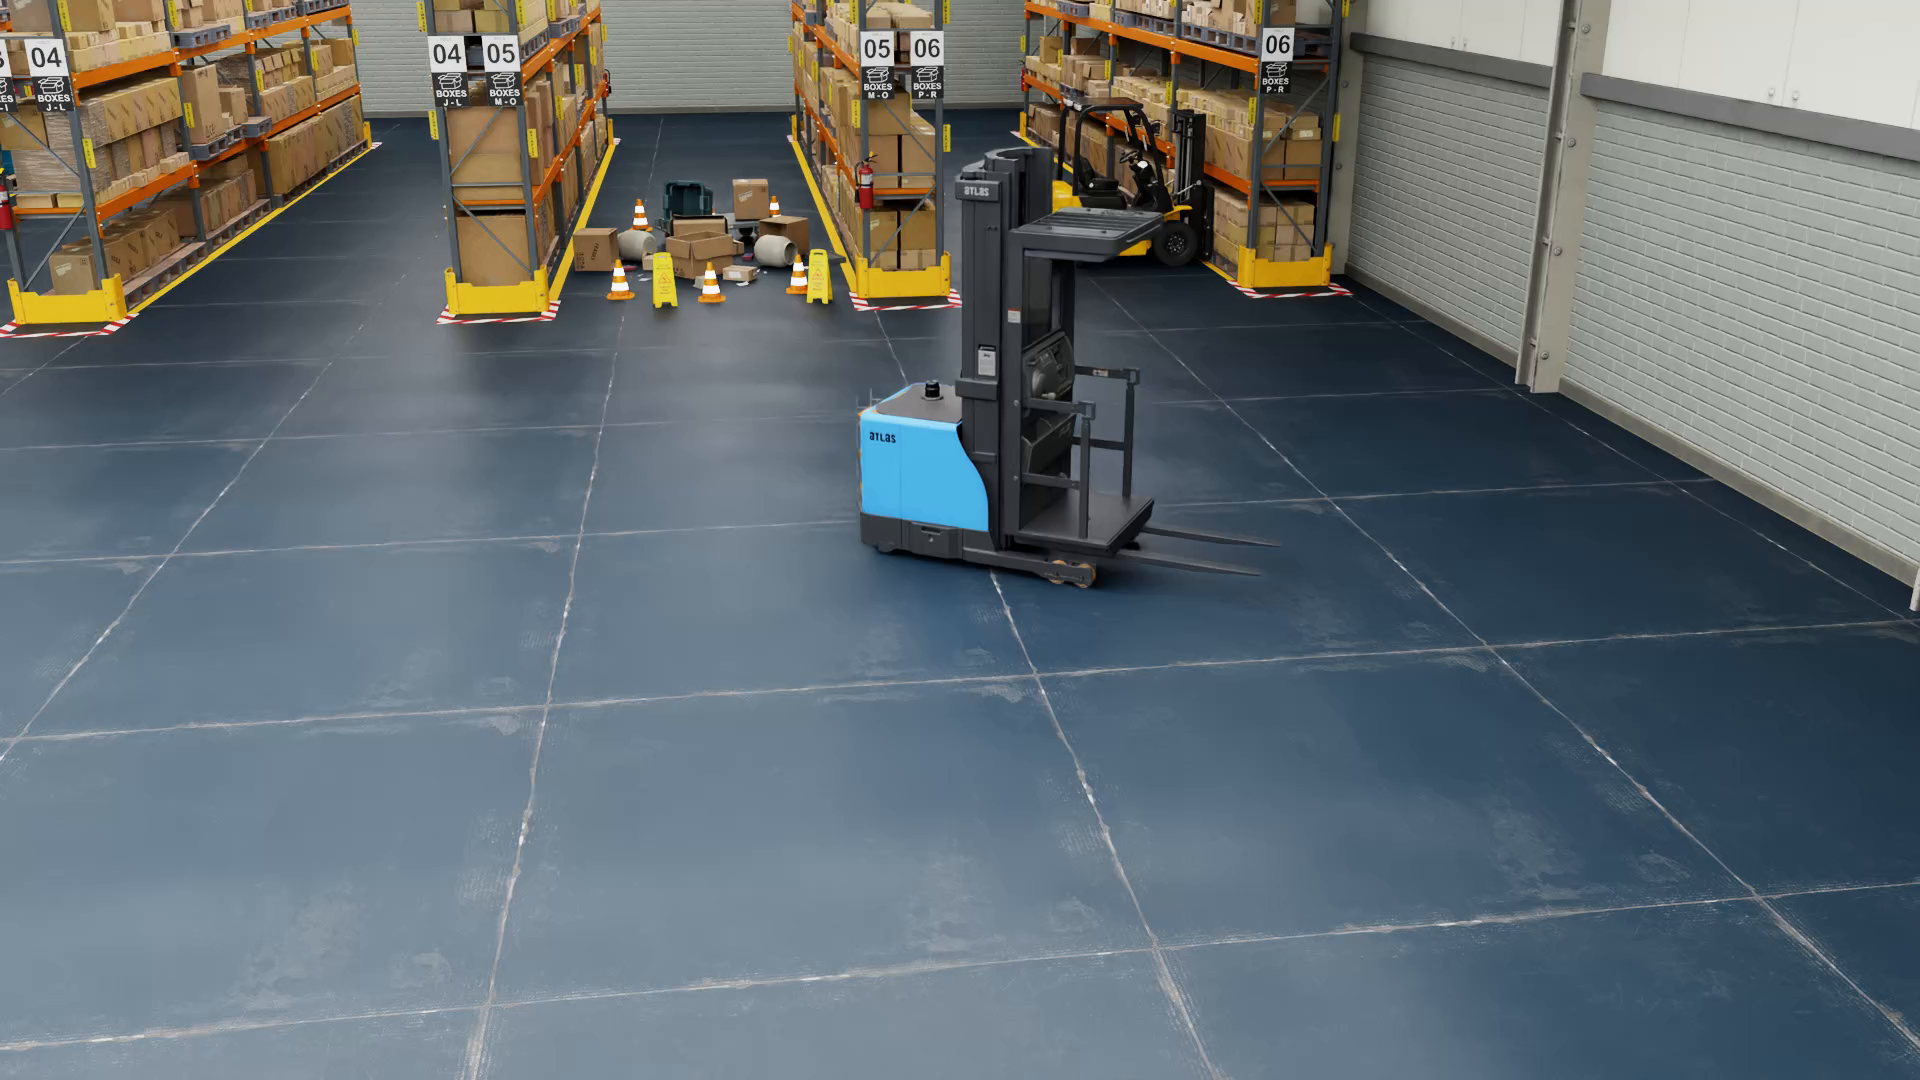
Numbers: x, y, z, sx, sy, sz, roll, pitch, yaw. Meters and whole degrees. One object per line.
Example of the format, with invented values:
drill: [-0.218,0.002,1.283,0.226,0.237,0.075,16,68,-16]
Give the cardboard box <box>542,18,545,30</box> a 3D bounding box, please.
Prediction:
cardboard box: [-5.725,-6.839,22.068,0.380,0.149,0.250,-3,21,-7]

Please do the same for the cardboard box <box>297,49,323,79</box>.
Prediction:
cardboard box: [-12.061,-8.748,30.569,0.500,0.500,0.500,-3,21,-8]

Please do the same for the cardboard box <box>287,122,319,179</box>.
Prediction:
cardboard box: [-12.003,-6.821,29.127,1.225,0.875,0.875,-4,21,-10]

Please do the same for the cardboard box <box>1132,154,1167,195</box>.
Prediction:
cardboard box: [3.325,-5.924,27.085,0.875,0.625,0.625,-4,21,-10]

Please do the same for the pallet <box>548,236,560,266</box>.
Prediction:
pallet: [-6.137,-4.021,23.180,1.003,0.211,1.213,-3,21,-8]

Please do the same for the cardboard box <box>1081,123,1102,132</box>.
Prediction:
cardboard box: [2.478,-7.730,31.170,0.380,0.149,0.250,-3,21,-8]

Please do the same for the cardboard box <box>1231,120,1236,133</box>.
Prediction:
cardboard box: [3.808,-5.469,22.001,0.380,0.149,0.250,-3,21,-8]

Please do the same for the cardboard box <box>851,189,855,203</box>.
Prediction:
cardboard box: [-1.234,-4.533,21.897,0.380,0.149,0.250,-3,21,-7]

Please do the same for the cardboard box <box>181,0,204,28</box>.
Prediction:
cardboard box: [-11.198,-7.523,23.537,0.797,0.503,0.637,-2,21,-6]

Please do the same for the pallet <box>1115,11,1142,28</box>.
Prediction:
pallet: [3.236,-8.602,27.443,1.213,0.211,1.003,-2,21,-5]

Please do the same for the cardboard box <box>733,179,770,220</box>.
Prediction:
cardboard box: [-3.042,-4.963,24.206,0.500,0.500,0.500,-3,21,-8]

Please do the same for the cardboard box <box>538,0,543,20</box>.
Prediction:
cardboard box: [-5.771,-6.980,21.875,0.500,0.250,0.500,-3,21,-8]

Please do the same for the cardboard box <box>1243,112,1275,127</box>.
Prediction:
cardboard box: [3.876,-5.433,21.480,0.380,0.149,0.250,-3,21,-8]

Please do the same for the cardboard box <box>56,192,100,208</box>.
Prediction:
cardboard box: [-10.320,-3.987,19.464,0.380,0.149,0.250,-3,21,-8]

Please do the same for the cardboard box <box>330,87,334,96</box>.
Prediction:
cardboard box: [-12.111,-8.512,31.579,0.380,0.149,0.250,-3,21,-9]

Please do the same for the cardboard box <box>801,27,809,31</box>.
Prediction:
cardboard box: [-2.919,-10.004,32.716,0.380,0.149,0.250,-3,21,-9]

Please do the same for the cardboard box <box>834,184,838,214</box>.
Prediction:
cardboard box: [-1.470,-5.275,25.708,0.950,0.372,0.625,-2,21,-4]

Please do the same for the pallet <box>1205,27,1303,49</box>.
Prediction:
pallet: [3.947,-6.779,22.418,1.003,0.211,1.213,-3,21,-8]

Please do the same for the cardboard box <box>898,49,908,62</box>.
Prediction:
cardboard box: [-0.561,-5.999,20.563,0.380,0.149,0.250,-4,21,-9]

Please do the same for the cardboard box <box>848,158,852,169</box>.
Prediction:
cardboard box: [-1.318,-5.107,22.461,0.380,0.149,0.250,-3,21,-8]

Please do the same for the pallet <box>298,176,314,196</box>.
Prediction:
pallet: [-11.880,-6.156,28.897,1.003,0.211,1.213,-3,21,-8]

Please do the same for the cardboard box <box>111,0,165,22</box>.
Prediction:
cardboard box: [-10.774,-7.062,21.767,0.500,0.500,0.500,-4,21,-9]

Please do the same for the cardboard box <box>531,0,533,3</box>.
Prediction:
cardboard box: [-5.545,-6.774,20.756,0.380,0.149,0.250,-3,21,-7]

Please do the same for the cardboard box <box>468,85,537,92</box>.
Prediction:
cardboard box: [-6.014,-5.663,21.832,0.875,0.550,0.550,-3,21,-8]

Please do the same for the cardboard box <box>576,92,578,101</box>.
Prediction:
cardboard box: [-6.769,-7.595,28.523,0.380,0.149,0.250,-2,21,-6]

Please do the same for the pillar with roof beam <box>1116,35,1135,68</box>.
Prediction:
pillar with roof beam: [-0.995,-11.780,31.396,9.100,9.000,0.400,-3,21,-8]

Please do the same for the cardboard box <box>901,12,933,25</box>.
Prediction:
cardboard box: [-0.547,-6.555,20.913,0.380,0.149,0.250,-3,21,-8]

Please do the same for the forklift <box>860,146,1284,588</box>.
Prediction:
forklift: [0.819,-1.245,11.859,3.031,2.935,1.130,9,22,22]

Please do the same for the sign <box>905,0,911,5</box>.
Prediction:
sign: [-0.749,-7.556,23.635,0.100,0.325,0.005,-3,21,-8]

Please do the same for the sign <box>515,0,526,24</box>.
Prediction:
sign: [-5.042,-6.087,19.077,0.100,0.325,0.005,-3,21,-8]

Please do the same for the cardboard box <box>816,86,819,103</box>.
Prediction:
cardboard box: [-2.183,-7.583,28.231,0.500,0.250,0.500,-3,21,-8]

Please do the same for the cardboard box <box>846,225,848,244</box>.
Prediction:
cardboard box: [-1.300,-4.202,23.009,0.500,0.250,0.500,-3,21,-8]

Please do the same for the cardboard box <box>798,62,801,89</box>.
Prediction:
cardboard box: [-2.925,-9.195,32.904,0.500,0.500,0.500,-3,21,-9]

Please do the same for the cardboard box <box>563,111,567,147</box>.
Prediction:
cardboard box: [-6.052,-6.012,24.382,0.500,0.500,0.500,-3,21,-7]

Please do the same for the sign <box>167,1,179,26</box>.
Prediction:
sign: [-10.556,-7.057,22.296,0.100,0.325,0.005,-3,21,-8]

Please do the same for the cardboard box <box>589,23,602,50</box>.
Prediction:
cardboard box: [-7.587,-10.258,33.897,0.500,0.500,0.500,-3,21,-9]

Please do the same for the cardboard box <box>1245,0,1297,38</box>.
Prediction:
cardboard box: [3.898,-6.582,20.879,0.500,0.500,0.500,-2,21,-6]

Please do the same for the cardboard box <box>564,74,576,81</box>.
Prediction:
cardboard box: [-6.771,-7.870,28.409,0.380,0.149,0.250,-2,21,-5]

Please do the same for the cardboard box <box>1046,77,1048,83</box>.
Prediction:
cardboard box: [1.972,-9.416,33.998,0.380,0.149,0.250,-3,21,-8]

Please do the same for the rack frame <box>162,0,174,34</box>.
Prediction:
rack frame: [-11.092,-8.190,21.782,1.000,3.000,0.127,-3,21,-8]

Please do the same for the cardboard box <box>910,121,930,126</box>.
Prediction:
cardboard box: [-0.655,-5.214,21.821,0.500,0.500,0.500,-3,21,-9]

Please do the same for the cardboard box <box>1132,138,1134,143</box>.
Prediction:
cardboard box: [3.271,-7.135,29.577,0.380,0.149,0.250,-2,21,-6]

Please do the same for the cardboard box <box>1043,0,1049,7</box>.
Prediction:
cardboard box: [1.878,-10.829,33.495,0.380,0.149,0.250,-2,21,-7]

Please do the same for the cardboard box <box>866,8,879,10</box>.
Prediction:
cardboard box: [-1.257,-6.880,21.783,0.380,0.149,0.250,-3,21,-7]

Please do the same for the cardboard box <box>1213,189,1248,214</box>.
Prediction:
cardboard box: [3.666,-4.617,22.692,0.500,0.250,0.500,-3,21,-7]

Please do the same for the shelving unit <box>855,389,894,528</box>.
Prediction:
shelving unit: [-0.652,-0.618,12.870,0.215,1.050,0.252,9,22,22]

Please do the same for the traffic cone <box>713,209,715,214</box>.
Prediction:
traffic cone: [-3.881,-5.099,25.708,0.336,0.463,0.334,-3,21,-8]

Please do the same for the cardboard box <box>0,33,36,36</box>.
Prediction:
cardboard box: [-10.933,-5.782,19.266,0.380,0.149,0.250,-4,21,-10]

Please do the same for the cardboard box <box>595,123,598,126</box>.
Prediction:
cardboard box: [-7.367,-8.176,32.944,0.380,0.149,0.250,-3,21,-7]

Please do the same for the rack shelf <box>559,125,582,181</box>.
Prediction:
rack shelf: [-6.457,-5.950,25.387,1.077,0.370,4.000,-3,21,-8]

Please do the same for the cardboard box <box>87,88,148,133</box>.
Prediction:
cardboard box: [-10.541,-5.372,20.816,0.500,0.500,0.500,-3,21,-8]

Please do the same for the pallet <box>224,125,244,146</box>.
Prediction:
pallet: [-11.342,-5.991,24.743,1.003,0.211,1.213,-3,21,-8]

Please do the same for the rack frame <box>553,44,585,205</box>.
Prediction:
rack frame: [-6.745,-6.979,27.116,1.000,3.000,0.127,-3,21,-8]

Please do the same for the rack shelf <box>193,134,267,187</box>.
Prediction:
rack shelf: [-11.380,-5.735,24.811,1.077,0.370,4.000,-3,21,-8]

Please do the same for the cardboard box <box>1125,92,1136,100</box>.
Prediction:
cardboard box: [3.000,-7.158,27.094,0.500,0.250,0.500,-3,21,-9]
